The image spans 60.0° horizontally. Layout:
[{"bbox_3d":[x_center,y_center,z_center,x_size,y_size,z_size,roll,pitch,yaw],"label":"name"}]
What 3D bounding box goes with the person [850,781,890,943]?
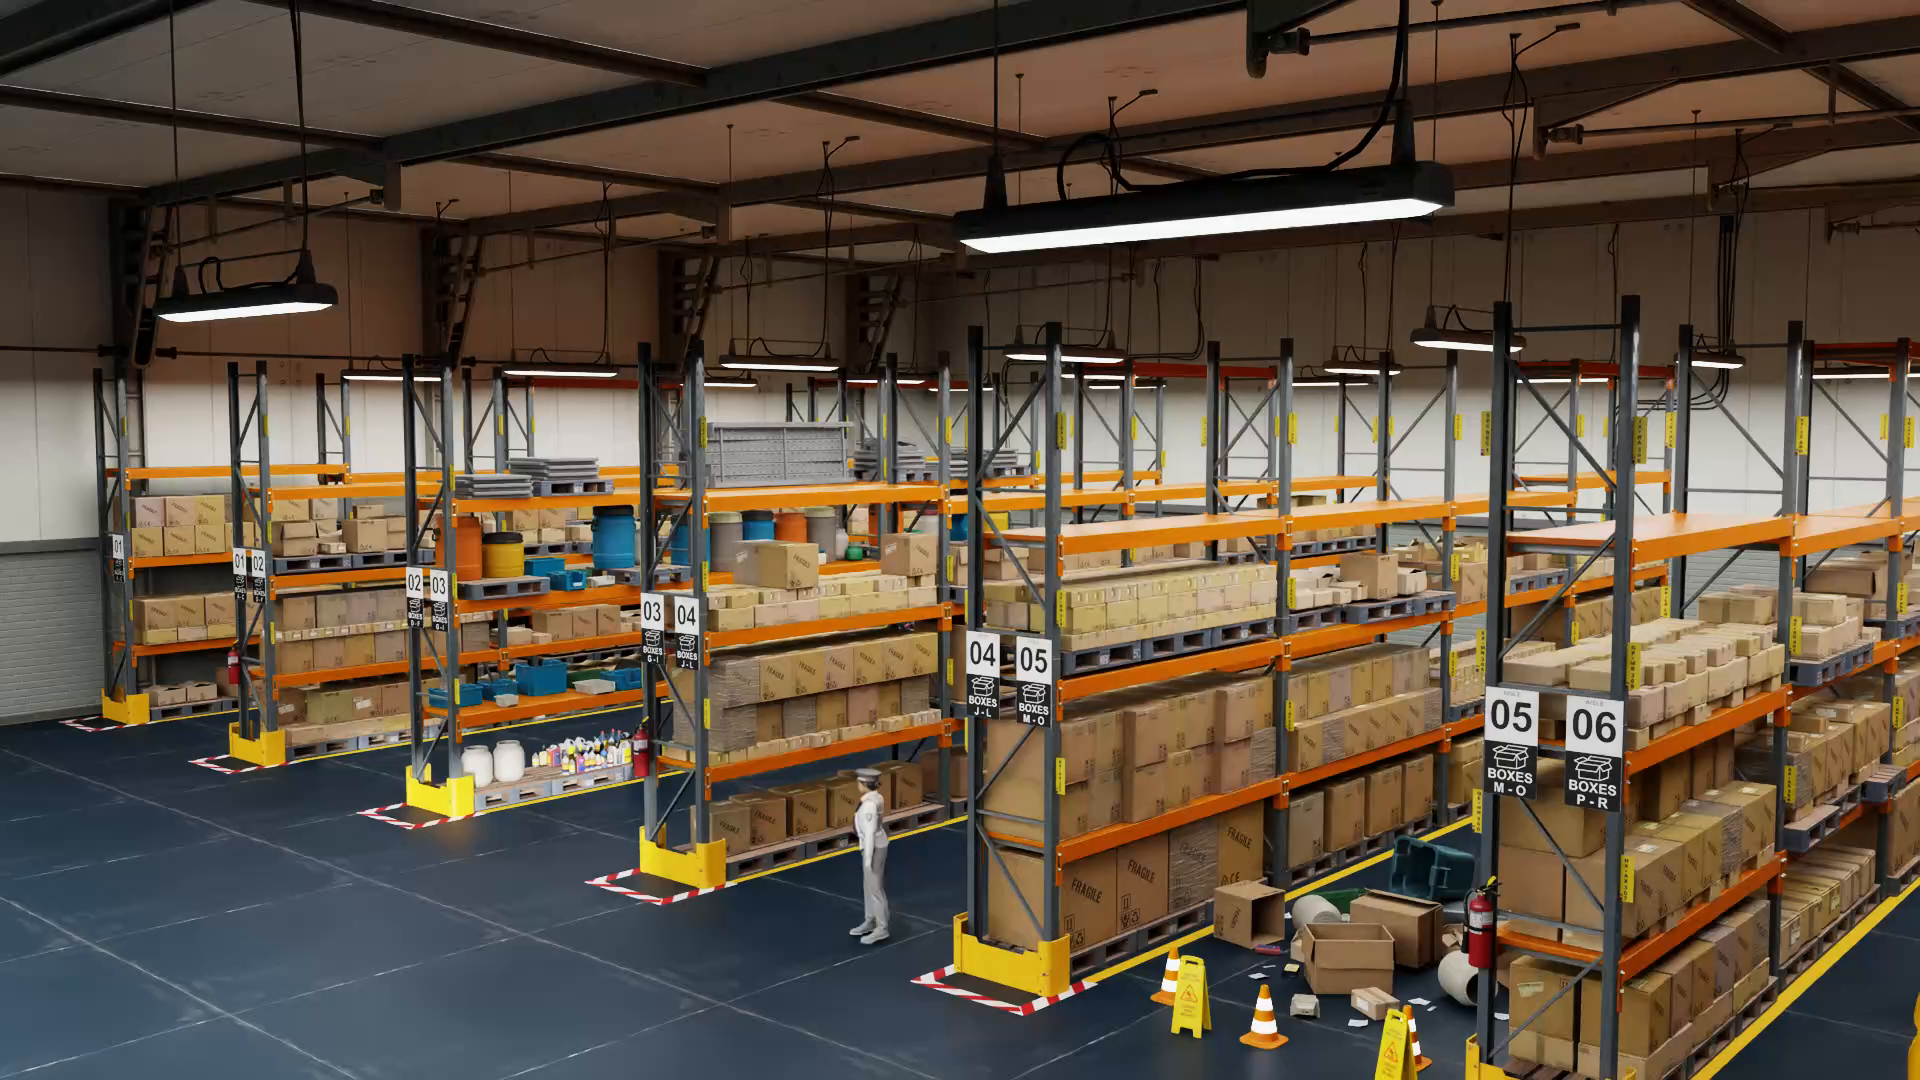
[{"bbox_3d":[-0.899,3.120,16.535,0.409,1.681,0.513,0,4,1],"label":"person"}]
